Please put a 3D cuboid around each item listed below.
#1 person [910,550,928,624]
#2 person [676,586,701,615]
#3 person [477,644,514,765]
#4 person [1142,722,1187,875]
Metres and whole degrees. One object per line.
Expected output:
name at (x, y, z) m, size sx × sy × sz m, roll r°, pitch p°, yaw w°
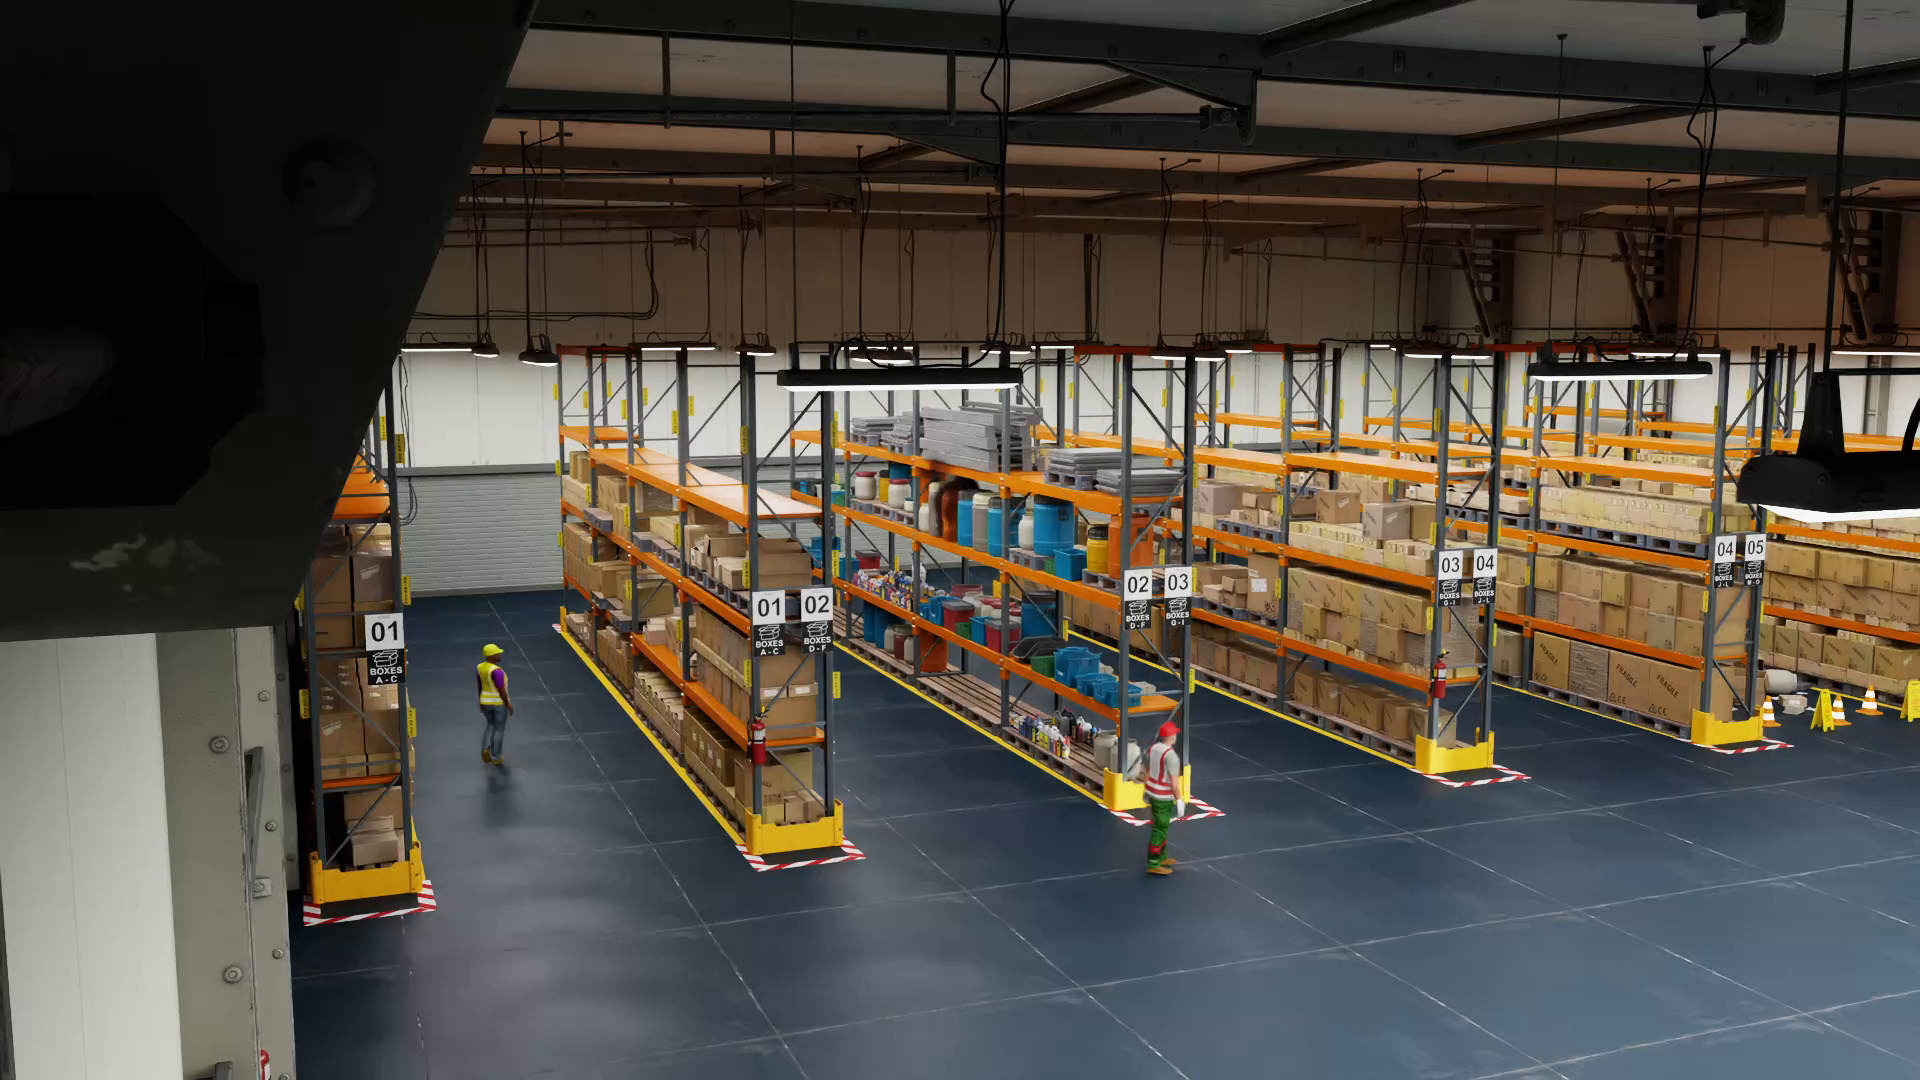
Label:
person at (-0.817, 1.050, 35.104) m, size 0.520 × 1.702 × 0.517 m, roll 1°, pitch 7°, yaw 11°
person at (-5.314, 1.343, 32.753) m, size 0.552 × 1.680 × 1.032 m, roll -2°, pitch 8°, yaw -17°
person at (-6.762, 2.382, 24.174) m, size 0.590 × 1.774 × 0.475 m, roll 2°, pitch 8°, yaw 16°
person at (2.423, 3.005, 19.398) m, size 0.512 × 1.791 × 0.663 m, roll -3°, pitch 8°, yaw -20°
